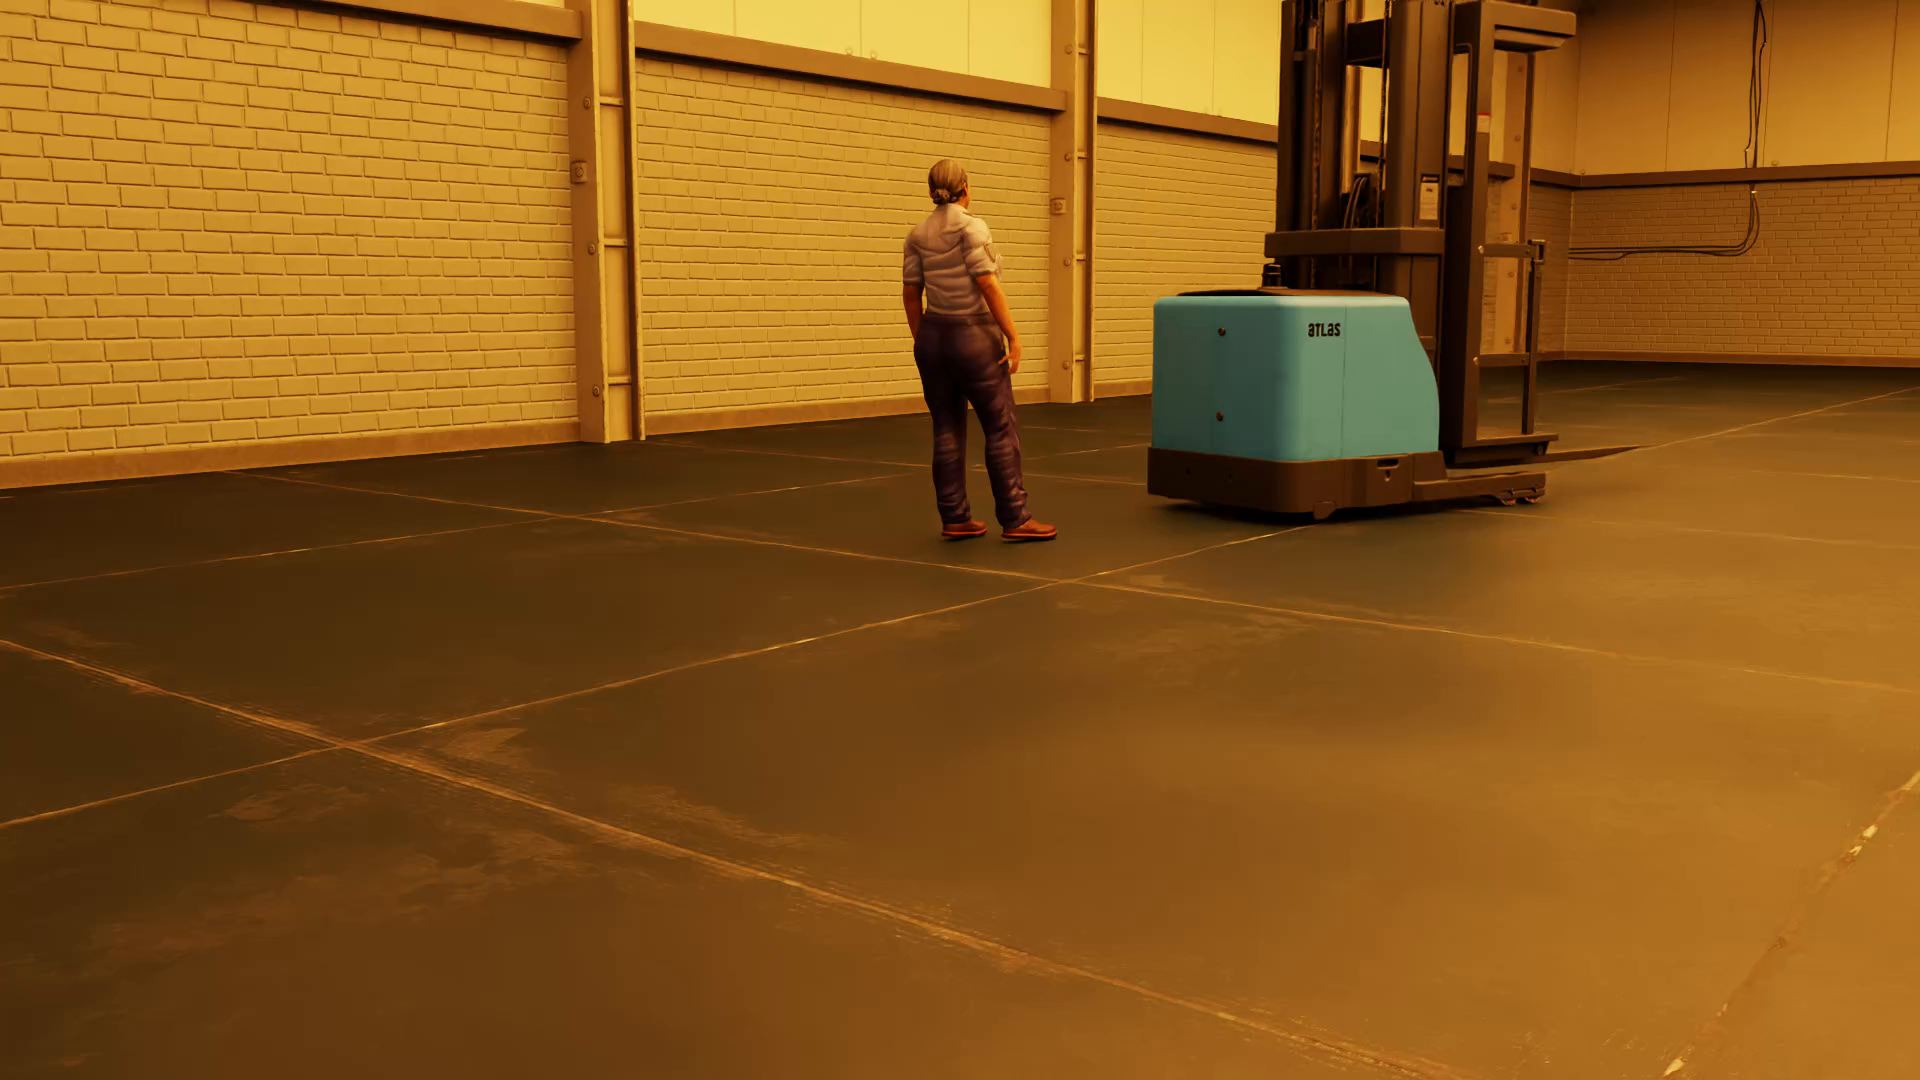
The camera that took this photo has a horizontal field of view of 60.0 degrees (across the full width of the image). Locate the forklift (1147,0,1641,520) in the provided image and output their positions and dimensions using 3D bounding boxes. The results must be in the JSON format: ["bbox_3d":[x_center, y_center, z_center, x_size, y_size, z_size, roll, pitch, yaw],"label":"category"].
[{"bbox_3d":[2.470,-1.684,8.790,3.031,2.935,1.130,-6,10,-34],"label":"forklift"}]

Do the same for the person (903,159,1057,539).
[{"bbox_3d":[0.074,-0.831,7.339,0.598,1.651,0.503,7,11,38],"label":"person"}]
